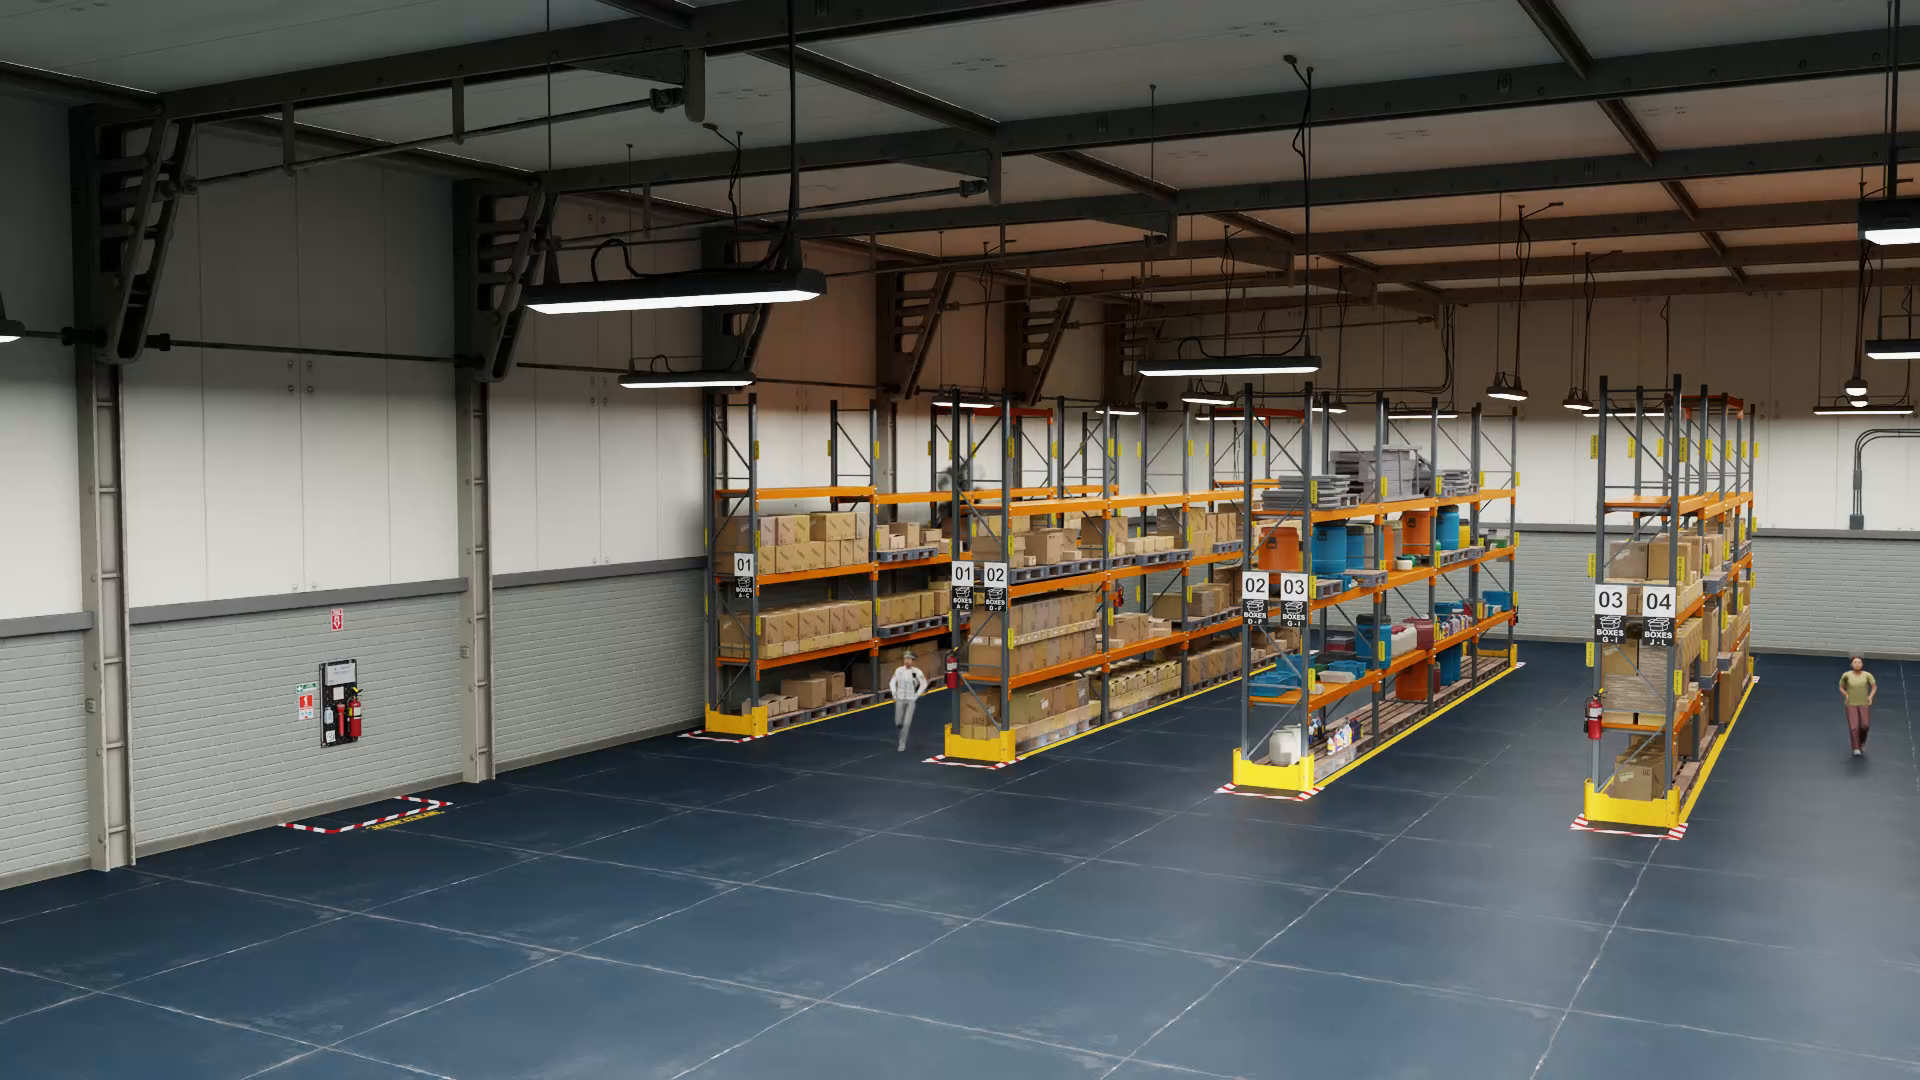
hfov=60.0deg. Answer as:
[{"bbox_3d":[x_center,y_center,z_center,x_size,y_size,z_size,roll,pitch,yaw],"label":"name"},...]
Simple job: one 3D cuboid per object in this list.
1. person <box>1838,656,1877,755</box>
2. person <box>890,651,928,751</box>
[{"bbox_3d":[14.681,2.710,27.205,0.556,1.626,0.520,2,3,27],"label":"person"},{"bbox_3d":[-0.862,2.677,27.930,0.640,1.669,0.612,1,3,10],"label":"person"}]
